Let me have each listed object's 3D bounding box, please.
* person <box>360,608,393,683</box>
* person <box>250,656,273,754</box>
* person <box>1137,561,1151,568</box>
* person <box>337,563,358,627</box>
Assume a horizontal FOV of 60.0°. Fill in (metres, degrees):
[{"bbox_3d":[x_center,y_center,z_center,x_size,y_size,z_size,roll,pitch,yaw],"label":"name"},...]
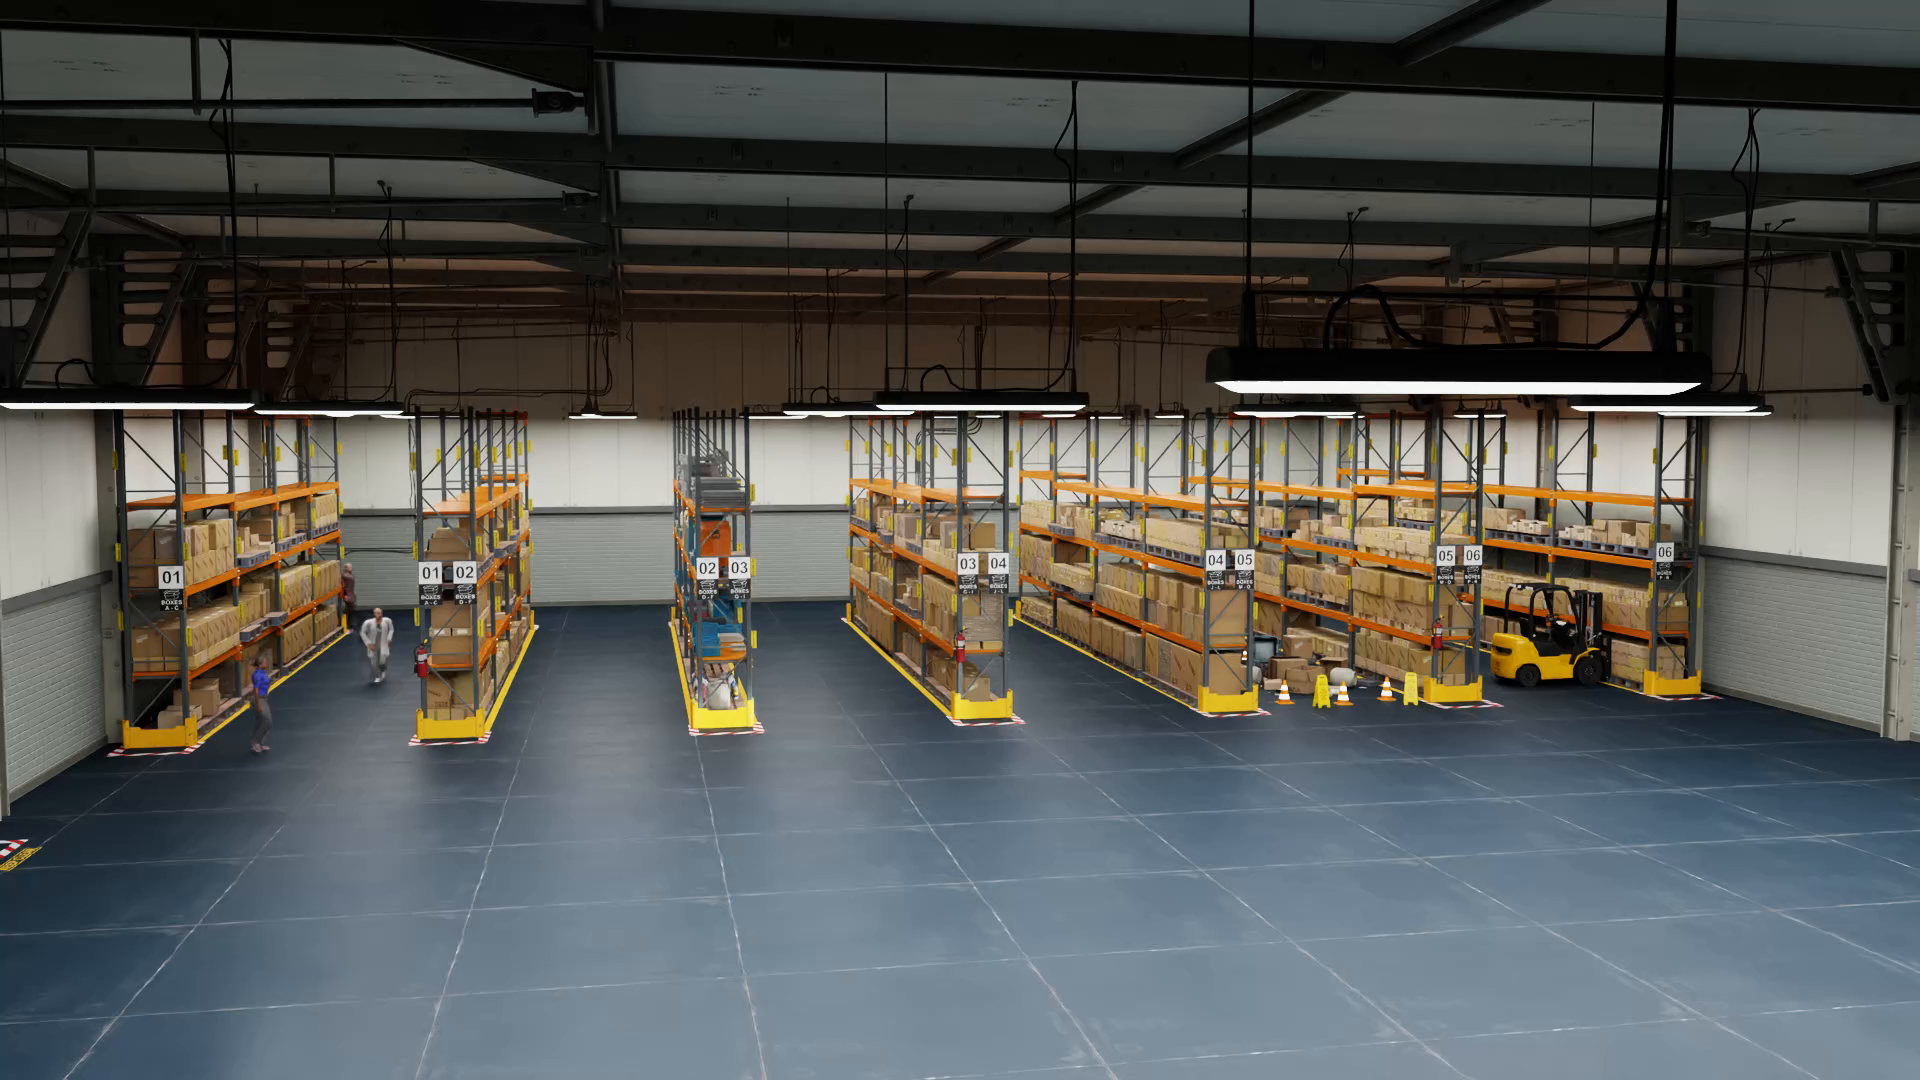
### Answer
[{"bbox_3d":[-12.747,2.304,36.362,0.686,1.679,0.640,-1,4,-16],"label":"person"},{"bbox_3d":[-12.097,2.848,28.819,0.408,1.660,0.481,-1,4,-10],"label":"person"},{"bbox_3d":[5.688,1.223,51.068,0.881,1.739,0.561,-2,5,-30],"label":"person"},{"bbox_3d":[-17.029,1.537,46.158,0.565,1.771,0.604,-1,4,-12],"label":"person"}]
